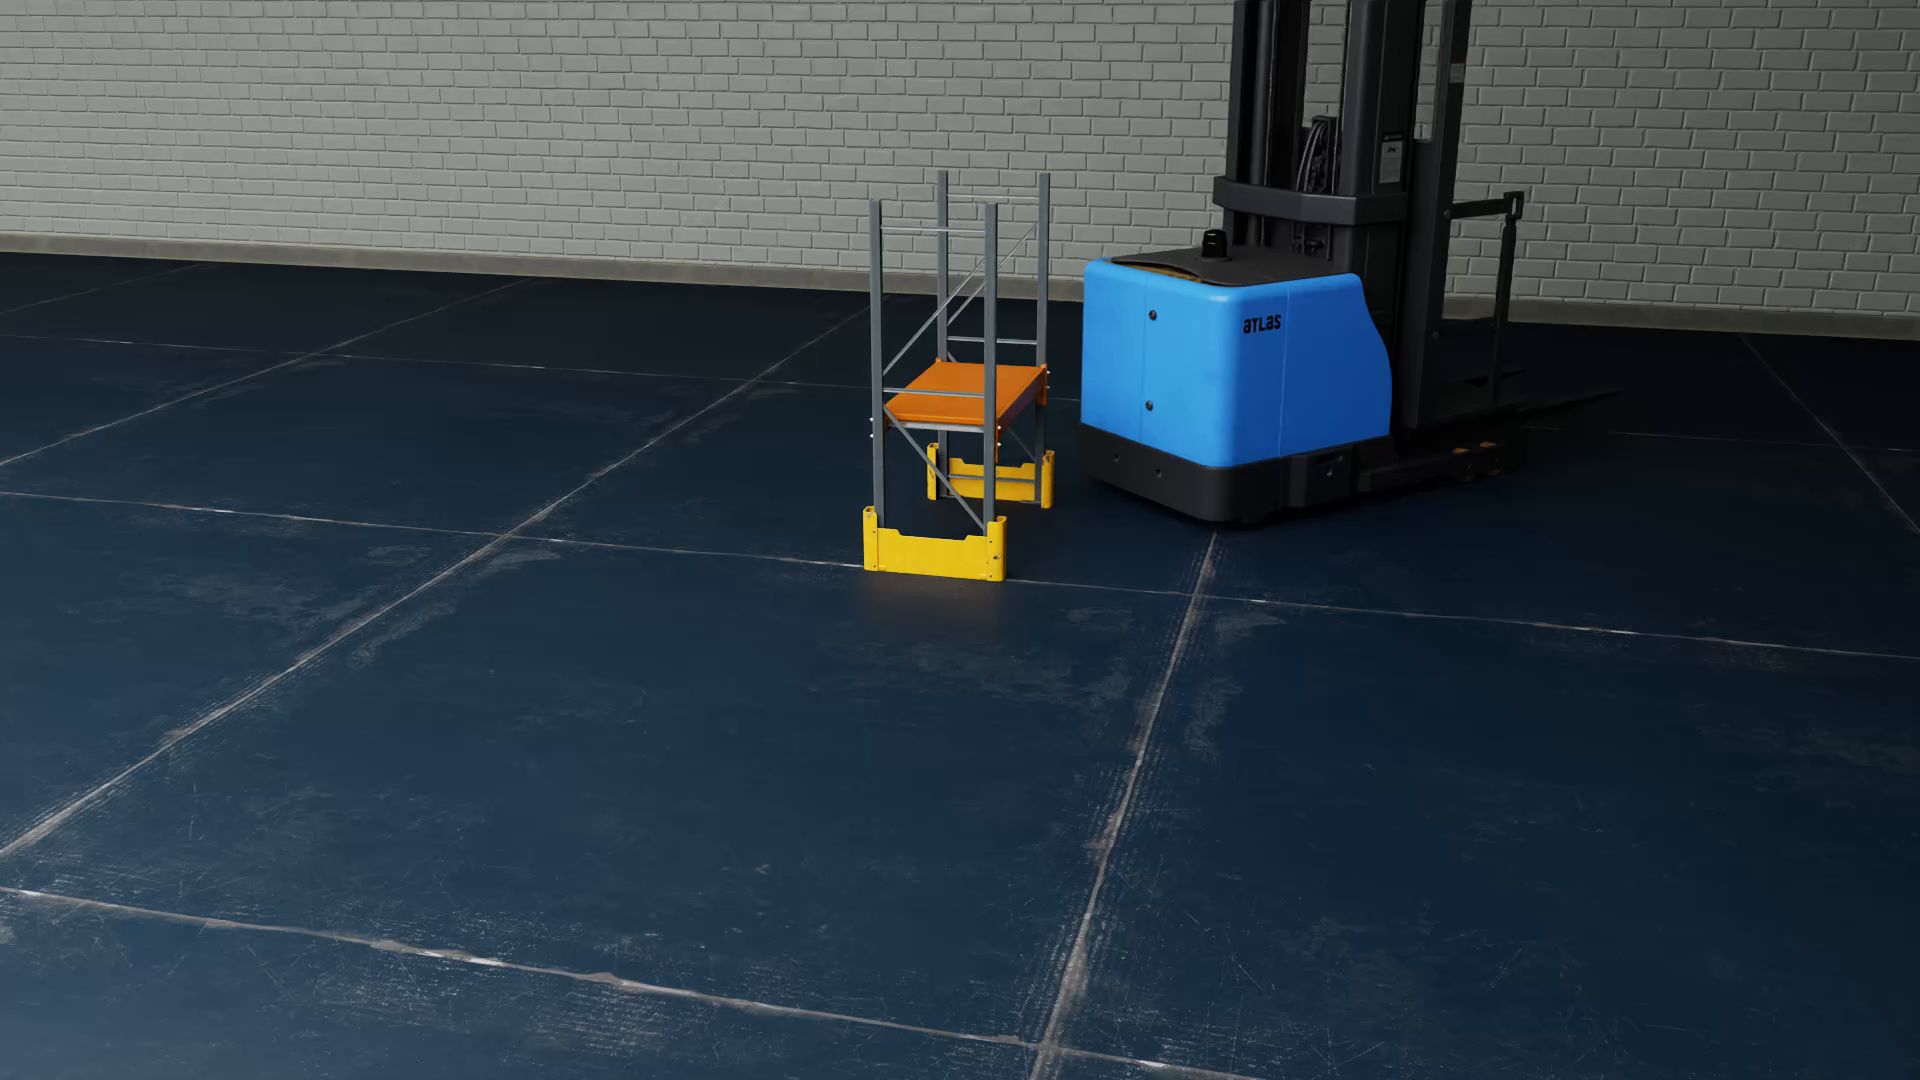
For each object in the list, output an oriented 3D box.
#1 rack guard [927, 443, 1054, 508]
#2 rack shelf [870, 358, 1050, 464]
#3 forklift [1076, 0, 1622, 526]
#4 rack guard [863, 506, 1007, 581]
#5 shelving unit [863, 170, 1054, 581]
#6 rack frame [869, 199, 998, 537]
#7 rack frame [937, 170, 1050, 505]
[{"bbox_3d":[0.140,-0.298,7.674,0.587,0.250,0.087,5,19,13],"label":"rack guard"},{"bbox_3d":[0.021,-0.566,7.082,0.538,0.185,1.000,5,19,13],"label":"rack shelf"},{"bbox_3d":[2.069,-1.794,7.906,3.031,2.935,1.130,-12,22,-31],"label":"forklift"},{"bbox_3d":[-0.103,0.014,6.760,0.587,0.250,0.087,5,19,13],"label":"rack guard"},{"bbox_3d":[0.019,-0.734,7.015,0.587,1.500,1.083,5,19,13],"label":"shelving unit"},{"bbox_3d":[-0.103,-0.577,6.557,0.500,1.500,0.032,5,19,13],"label":"rack frame"},{"bbox_3d":[0.145,-0.896,7.490,0.500,1.500,0.032,5,19,13],"label":"rack frame"}]
